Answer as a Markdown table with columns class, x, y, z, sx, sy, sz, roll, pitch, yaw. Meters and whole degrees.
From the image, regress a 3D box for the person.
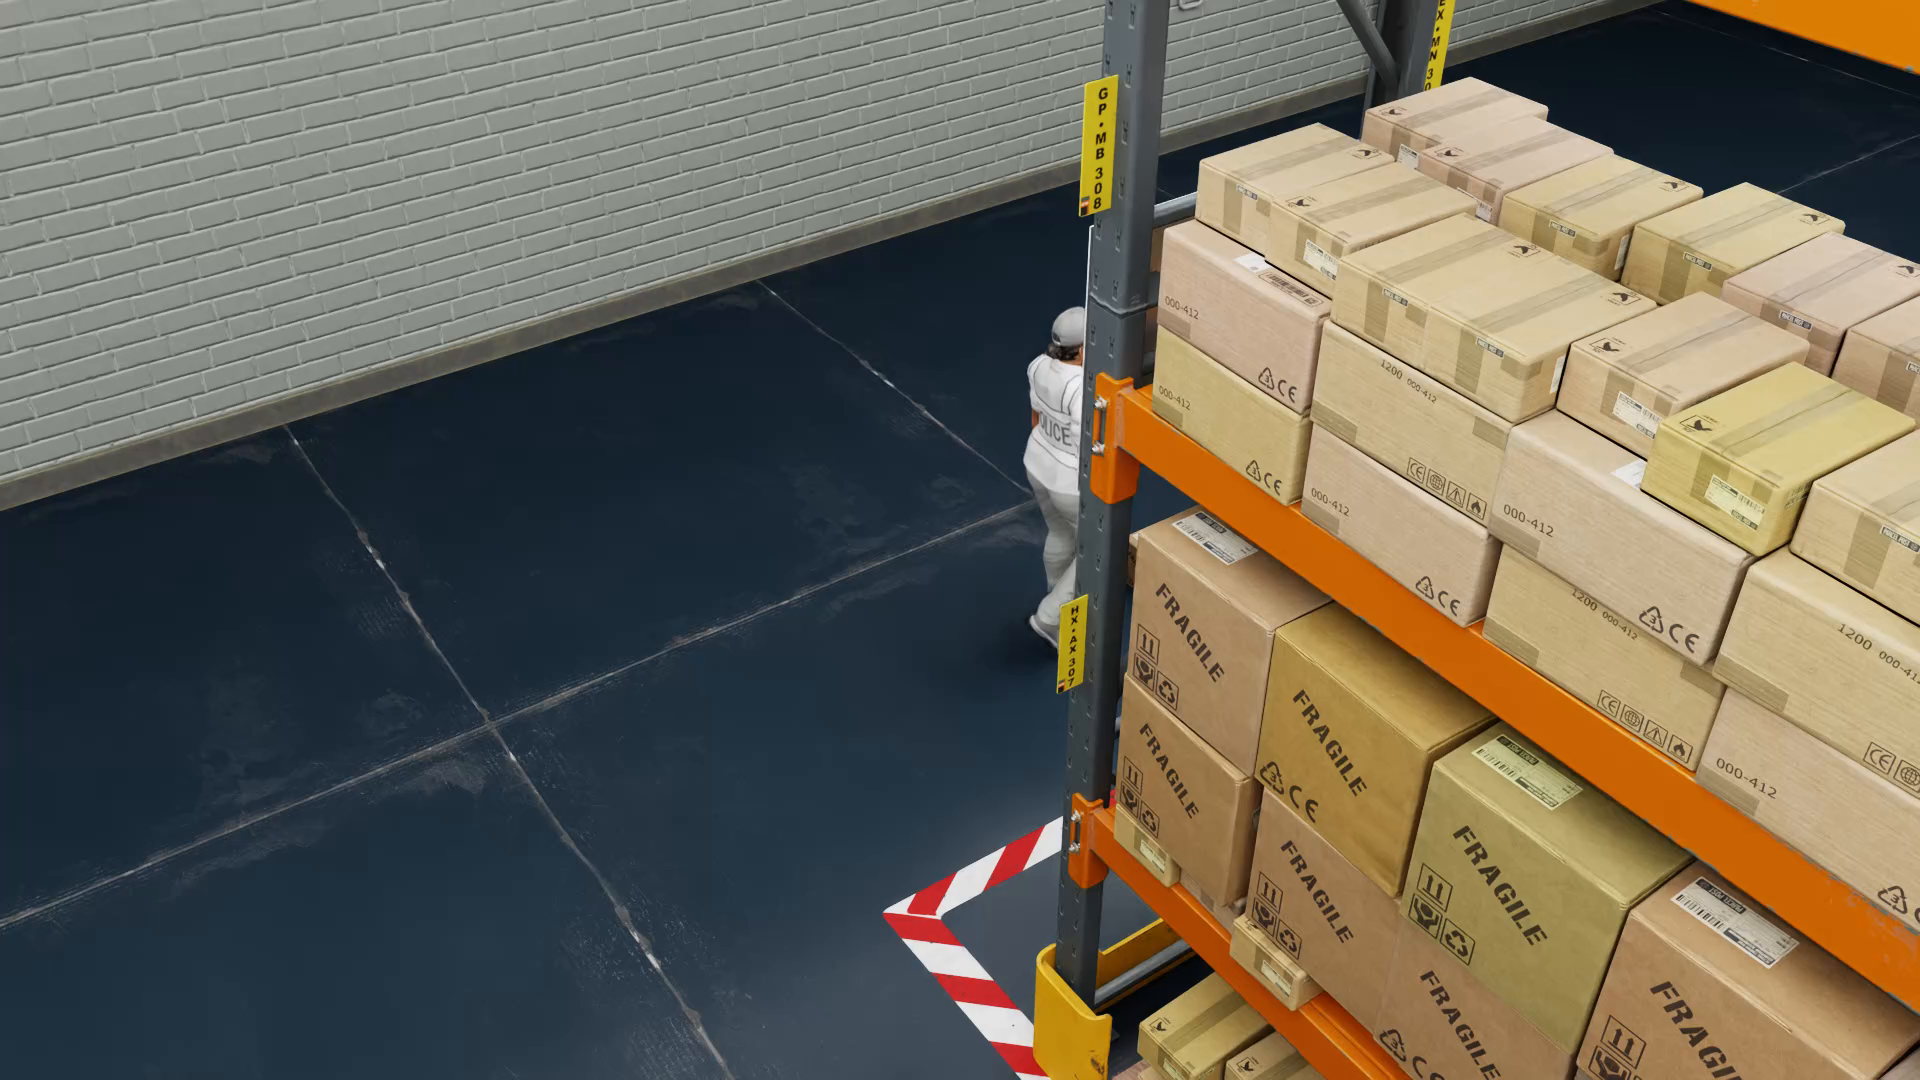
| class | x | y | z | sx | sy | sz | roll | pitch | yaw |
| --- | --- | --- | --- | --- | --- | --- | --- | --- | --- |
| person | 0.489 | -0.273 | 7.362 | 0.535 | 1.677 | 0.493 | -19 | 41 | -24 |
